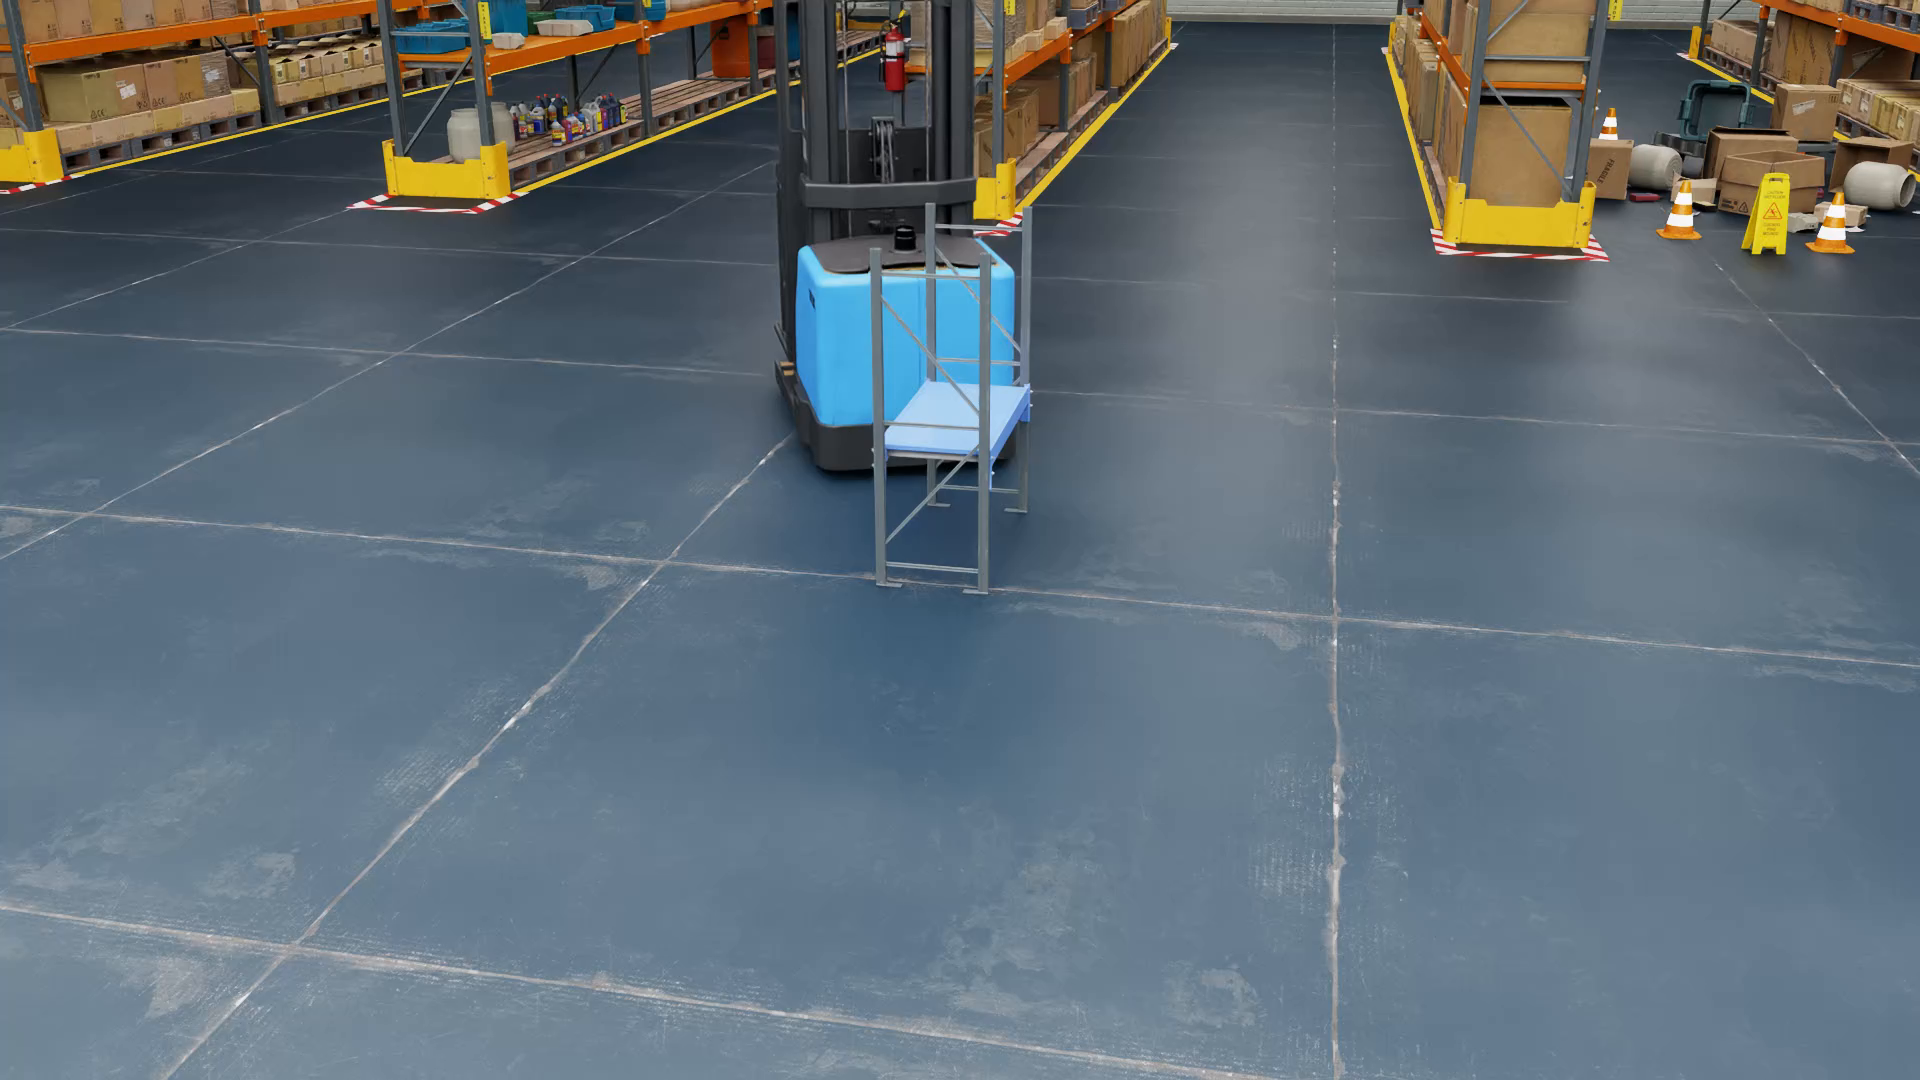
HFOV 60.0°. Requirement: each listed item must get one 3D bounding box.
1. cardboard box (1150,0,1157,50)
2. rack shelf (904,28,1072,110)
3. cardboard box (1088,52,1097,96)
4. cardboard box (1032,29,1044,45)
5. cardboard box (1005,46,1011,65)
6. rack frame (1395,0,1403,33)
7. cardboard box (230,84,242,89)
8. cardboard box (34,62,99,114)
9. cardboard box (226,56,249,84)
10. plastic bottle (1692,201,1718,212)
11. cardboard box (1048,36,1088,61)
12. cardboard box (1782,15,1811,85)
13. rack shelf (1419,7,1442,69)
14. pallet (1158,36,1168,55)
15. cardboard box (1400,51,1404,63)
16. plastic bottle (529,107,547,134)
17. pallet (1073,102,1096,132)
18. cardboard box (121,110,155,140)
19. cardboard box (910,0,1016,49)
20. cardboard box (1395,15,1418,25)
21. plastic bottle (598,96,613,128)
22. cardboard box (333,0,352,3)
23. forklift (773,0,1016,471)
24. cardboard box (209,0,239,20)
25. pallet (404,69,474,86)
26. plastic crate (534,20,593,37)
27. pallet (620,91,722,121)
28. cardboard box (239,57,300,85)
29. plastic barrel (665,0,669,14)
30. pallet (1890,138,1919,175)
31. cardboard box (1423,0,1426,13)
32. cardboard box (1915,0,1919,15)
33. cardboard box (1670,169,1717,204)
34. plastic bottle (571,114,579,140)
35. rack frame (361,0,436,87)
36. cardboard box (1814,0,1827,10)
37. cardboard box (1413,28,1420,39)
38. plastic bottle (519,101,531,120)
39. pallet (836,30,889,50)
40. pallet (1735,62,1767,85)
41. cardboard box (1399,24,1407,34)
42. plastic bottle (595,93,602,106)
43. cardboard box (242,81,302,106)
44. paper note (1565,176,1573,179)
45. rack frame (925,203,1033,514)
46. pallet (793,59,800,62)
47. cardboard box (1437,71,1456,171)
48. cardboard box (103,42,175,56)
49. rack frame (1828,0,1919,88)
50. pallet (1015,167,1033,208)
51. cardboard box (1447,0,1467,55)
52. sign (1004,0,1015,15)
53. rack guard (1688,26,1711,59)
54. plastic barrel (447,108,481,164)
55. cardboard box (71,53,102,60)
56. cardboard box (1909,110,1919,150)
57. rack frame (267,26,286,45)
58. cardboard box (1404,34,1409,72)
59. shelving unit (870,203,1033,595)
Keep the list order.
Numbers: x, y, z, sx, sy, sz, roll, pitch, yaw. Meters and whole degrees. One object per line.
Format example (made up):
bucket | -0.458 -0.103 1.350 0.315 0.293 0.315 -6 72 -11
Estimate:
cardboard box | 2.740 -8.525 27.289 0.875 0.875 0.875 4 22 11
rack shelf | 0.303 -4.761 16.623 1.077 0.370 4.000 4 22 11
cardboard box | 1.410 -6.087 21.709 0.700 0.500 0.500 3 22 8
cardboard box | 0.635 -5.061 16.741 0.380 0.149 0.250 4 22 11
cardboard box | 0.256 -4.423 15.156 0.380 0.149 0.250 4 22 11
rack frame | 7.995 -9.800 28.171 1.000 3.000 0.127 4 22 11
cardboard box | -9.185 -5.676 21.049 0.500 0.250 0.500 4 22 10
cardboard box | -9.794 -4.973 18.300 0.500 0.500 0.500 4 22 11
cardboard box | -9.184 -5.932 20.935 0.500 0.311 0.500 4 22 11
plastic bottle | 6.927 -3.114 15.504 0.133 0.061 0.283 -3 22 -8
cardboard box | 1.322 -6.239 21.084 0.500 0.250 0.500 7 23 17
cardboard box | 11.820 -6.642 22.612 0.875 0.875 0.875 5 22 12
rack shelf | 5.954 -5.809 19.224 1.077 0.370 4.000 4 22 11
pallet | 3.073 -8.623 28.981 1.003 0.211 1.213 4 22 11
cardboard box | 6.925 -7.379 25.413 0.380 0.149 0.250 5 22 12
plastic bottle | -4.684 -4.654 18.451 0.152 0.276 0.135 4 22 11
pallet | 1.115 -5.265 20.644 1.003 0.211 1.213 4 22 11
cardboard box | -9.274 -4.584 18.339 0.500 0.250 0.500 4 22 11
cardboard box | 0.034 -4.747 15.092 0.875 0.500 0.500 4 22 11
cardboard box | 7.555 -8.782 28.102 0.380 0.149 0.250 3 22 8
plastic bottle | -4.026 -4.851 18.841 0.144 0.351 0.185 3 22 8
cardboard box | -8.496 -7.477 22.270 0.500 0.500 0.500 3 22 8
forklift | -0.515 -2.234 9.478 1.130 2.935 3.031 -5 22 -11
cardboard box | -9.070 -6.466 19.760 0.700 0.500 0.500 4 22 10
pallet | -7.980 -7.022 25.007 1.003 0.211 1.213 4 22 11
plastic crate | -4.221 -5.468 17.769 0.530 0.136 0.437 4 22 11
pallet | -3.769 -5.648 21.594 1.003 0.211 1.213 4 22 11
cardboard box | -8.658 -5.894 20.841 0.500 0.311 0.500 5 22 11
plastic barrel | -3.728 -6.600 20.044 0.433 0.535 0.433 0 22 0
pallet | 10.570 -4.062 17.657 1.003 0.211 1.213 4 22 11
cardboard box | 6.006 -6.777 20.531 0.500 0.500 0.500 5 22 12
cardboard box | 10.384 -5.644 17.626 0.380 0.149 0.250 5 22 11
cardboard box | 6.998 -3.374 15.875 0.396 0.266 0.258 8 23 20
plastic bottle | -4.188 -4.480 18.026 0.097 0.271 0.097 0 22 0
rack frame | -8.170 -8.045 23.815 1.000 3.000 0.127 4 22 11
cardboard box | 11.167 -6.857 21.064 0.500 0.250 0.500 5 22 12
cardboard box | 6.338 -6.713 22.286 0.500 0.250 0.500 5 22 12
plastic bottle | -4.834 -4.691 18.443 0.144 0.351 0.185 4 22 10
pallet | -1.895 -9.000 29.918 1.003 0.211 1.213 4 22 11
pallet | 12.277 -6.975 24.890 1.003 0.211 1.213 4 22 11
cardboard box | 7.191 -8.118 26.452 0.380 0.149 0.250 4 22 9
plastic bottle | -4.128 -4.932 19.042 0.144 0.351 0.185 4 22 11
cardboard box | -8.661 -5.631 20.937 0.500 0.250 0.500 4 22 10
paper note | 6.295 -3.719 17.046 0.147 0.020 0.142 -11 25 -26
rack frame | 0.086 -0.850 7.958 0.500 1.500 0.032 4 22 11
pallet | -2.703 -7.557 26.335 1.003 0.211 1.213 4 22 11
cardboard box | 5.169 -4.066 16.215 0.875 0.875 0.875 5 22 11
cardboard box | -12.741 -7.878 25.715 0.750 0.750 0.750 4 22 10
rack frame | 11.229 -6.533 20.061 1.000 3.000 0.127 4 22 11
pallet | 0.111 -3.392 15.993 1.003 0.211 1.213 4 22 11
cardboard box | 5.167 -4.953 15.937 0.875 0.550 0.550 4 22 11
sign | 0.426 -4.723 14.408 0.100 0.325 0.005 4 22 11
rack guard | 12.866 -8.309 27.814 1.175 0.500 0.348 4 22 11
plastic barrel | -4.894 -4.028 16.608 0.421 0.512 0.421 0 22 0
cardboard box | -13.116 -7.199 24.470 0.700 0.500 0.500 5 22 12
cardboard box | 10.517 -4.238 17.318 0.950 0.372 0.625 5 22 12
rack frame | -12.204 -9.885 28.382 1.000 3.000 0.127 4 22 11
cardboard box | 6.768 -7.122 24.306 0.500 0.500 0.500 5 23 13
shelving unit | -0.017 -0.664 7.496 0.538 1.500 1.048 4 22 11
